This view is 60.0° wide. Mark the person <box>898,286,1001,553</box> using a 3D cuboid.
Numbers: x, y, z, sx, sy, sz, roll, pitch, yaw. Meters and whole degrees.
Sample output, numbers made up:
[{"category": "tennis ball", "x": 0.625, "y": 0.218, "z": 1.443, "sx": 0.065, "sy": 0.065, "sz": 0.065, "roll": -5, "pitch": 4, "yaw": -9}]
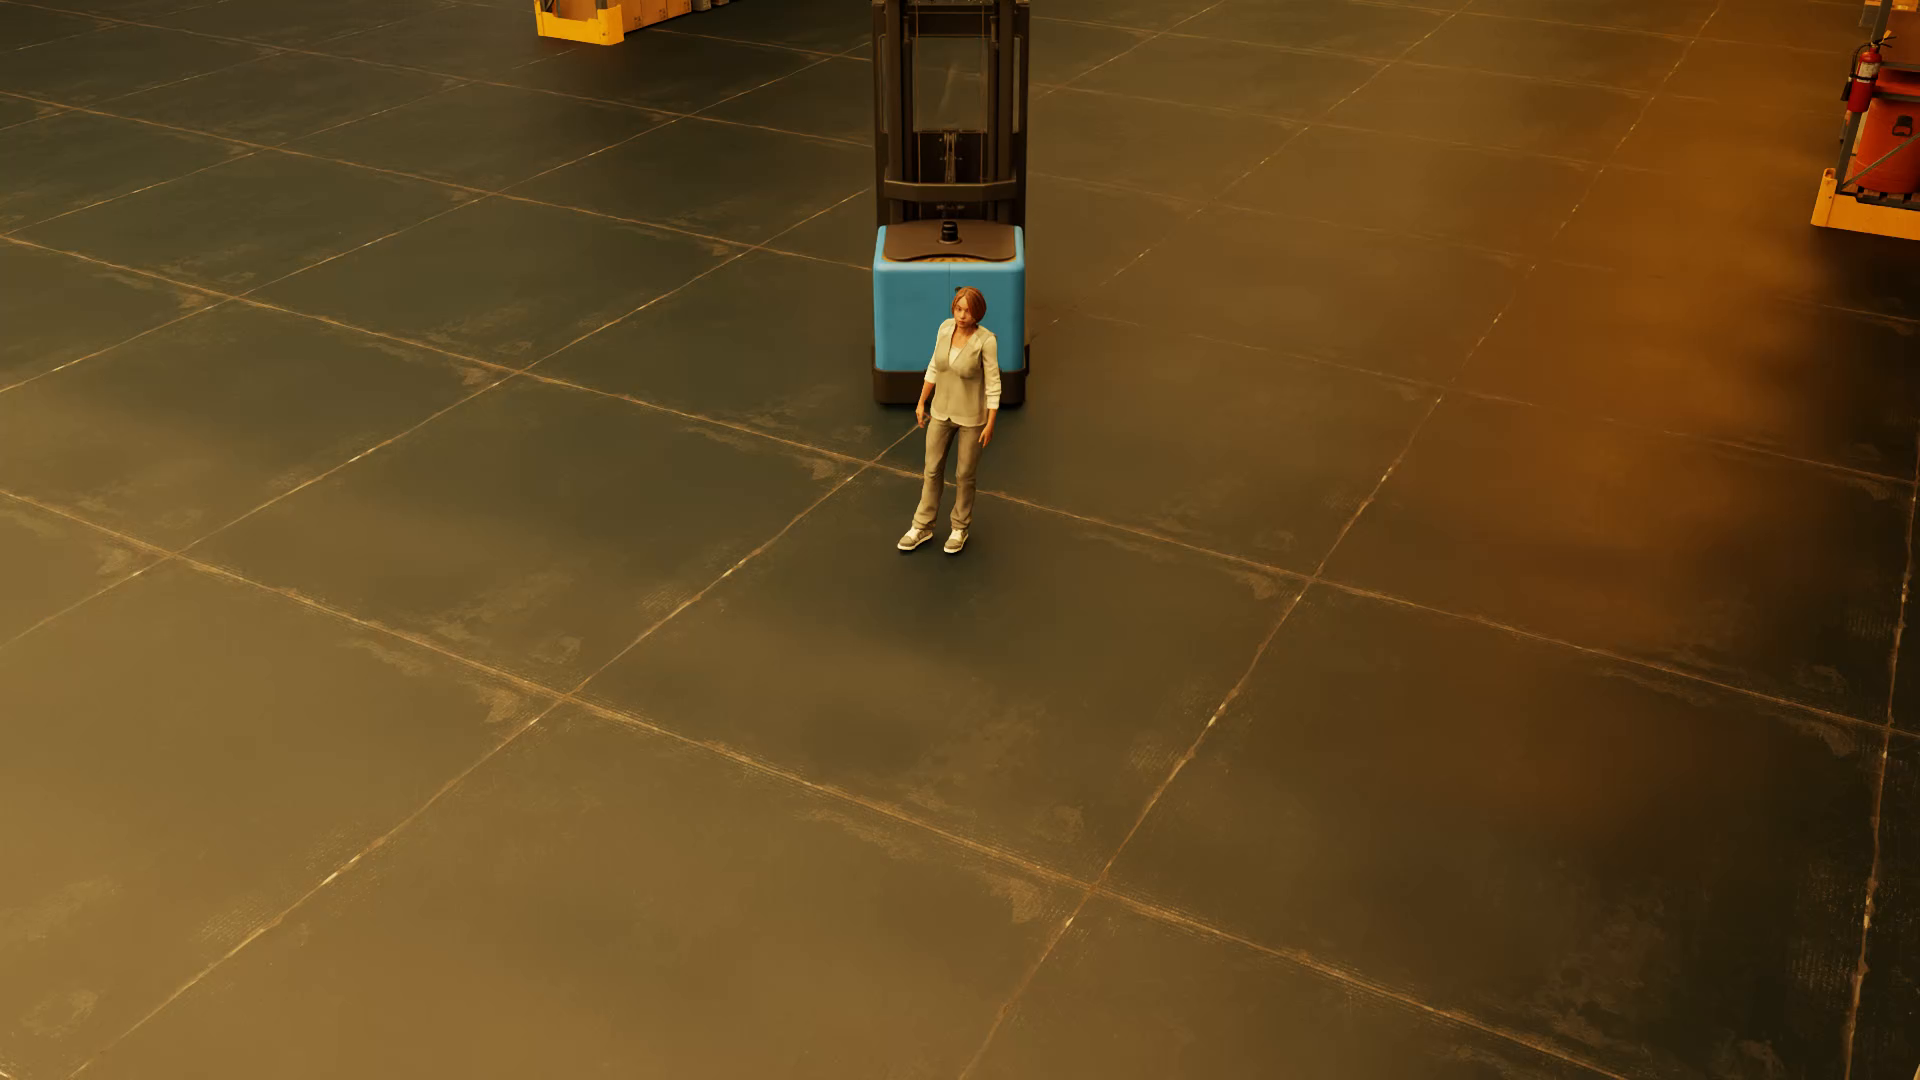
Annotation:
[{"category": "person", "x": -0.049, "y": -0.669, "z": 9.549, "sx": 0.520, "sy": 1.599, "sz": 0.473, "roll": 15, "pitch": 33, "yaw": 25}]

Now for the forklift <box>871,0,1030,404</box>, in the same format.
[{"category": "forklift", "x": -0.063, "y": -2.907, "z": 12.108, "sx": 1.130, "sy": 2.935, "sz": 3.031, "roll": 0, "pitch": 30, "yaw": 0}]
